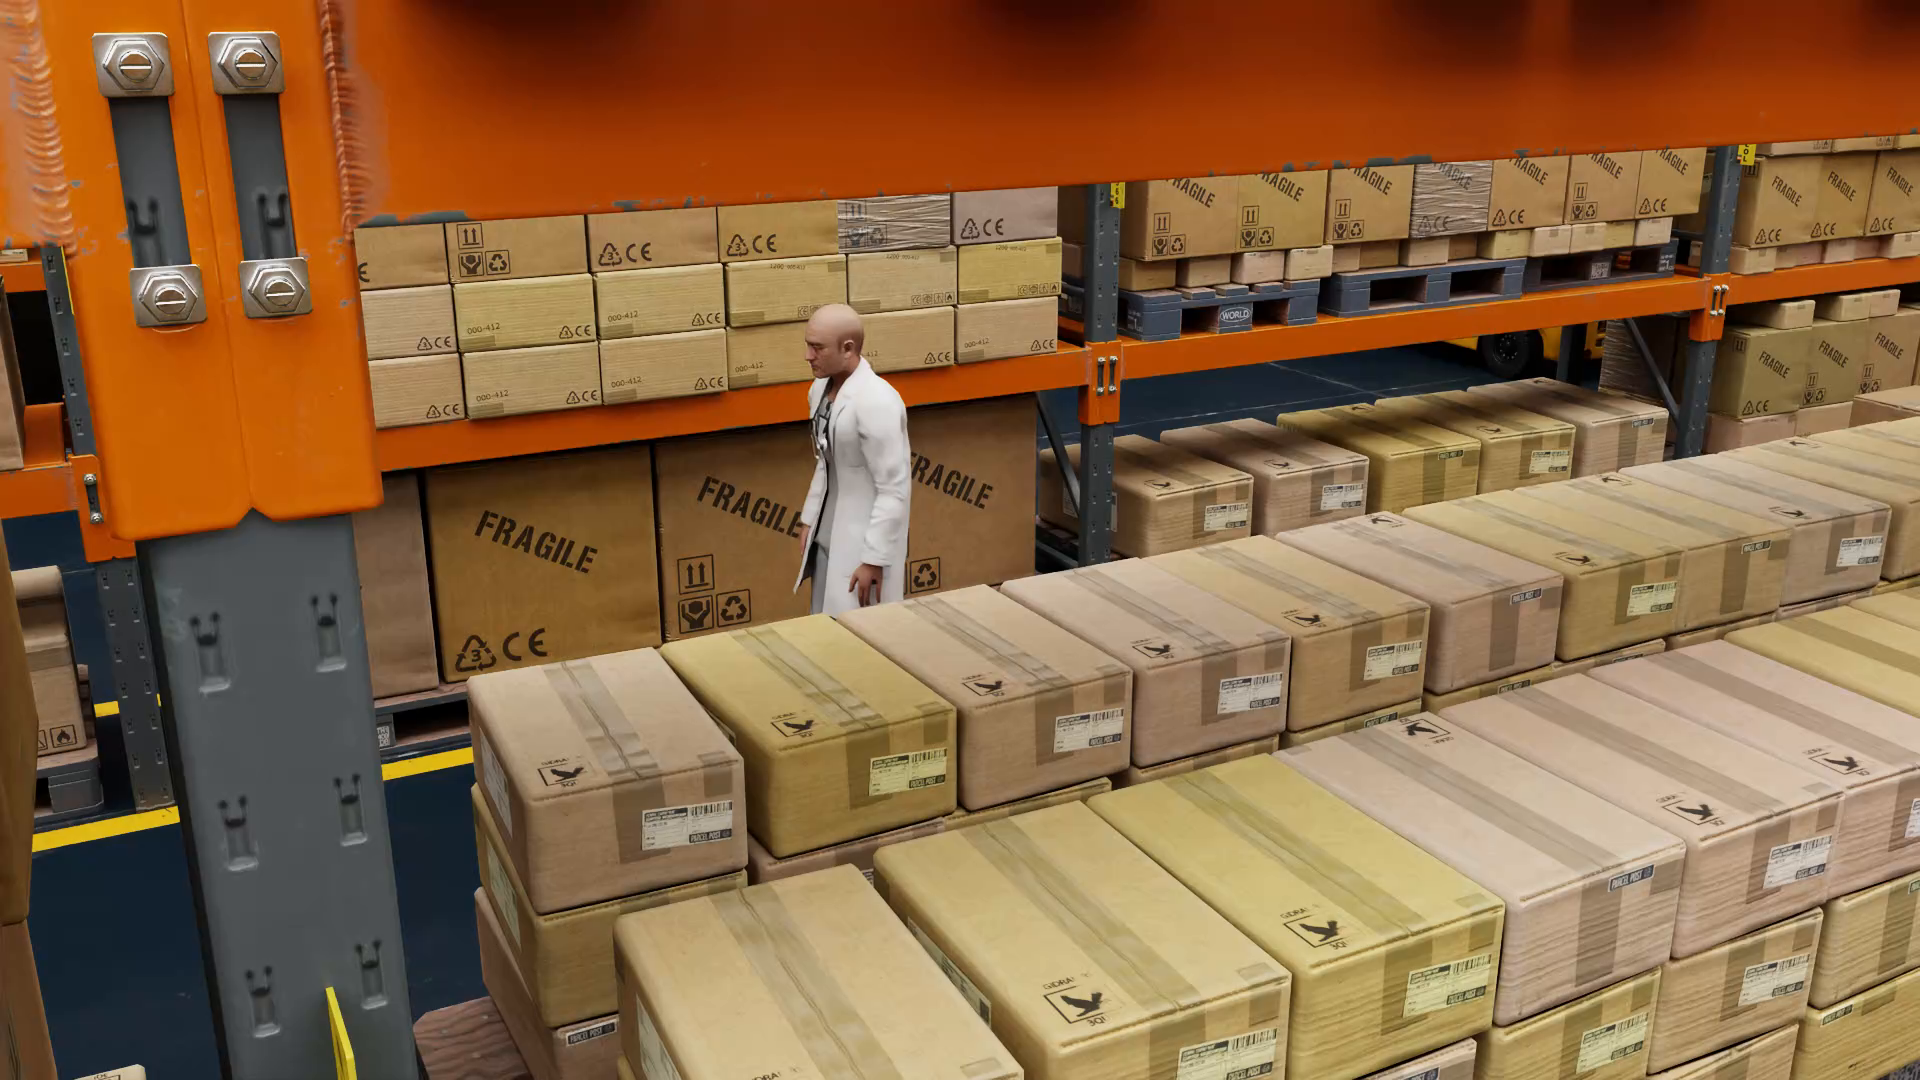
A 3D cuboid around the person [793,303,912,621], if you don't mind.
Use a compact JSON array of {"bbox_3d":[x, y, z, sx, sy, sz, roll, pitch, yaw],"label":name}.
[{"bbox_3d":[-0.399,0.021,6.018,0.425,1.774,0.645,-9,20,-26],"label":"person"}]
